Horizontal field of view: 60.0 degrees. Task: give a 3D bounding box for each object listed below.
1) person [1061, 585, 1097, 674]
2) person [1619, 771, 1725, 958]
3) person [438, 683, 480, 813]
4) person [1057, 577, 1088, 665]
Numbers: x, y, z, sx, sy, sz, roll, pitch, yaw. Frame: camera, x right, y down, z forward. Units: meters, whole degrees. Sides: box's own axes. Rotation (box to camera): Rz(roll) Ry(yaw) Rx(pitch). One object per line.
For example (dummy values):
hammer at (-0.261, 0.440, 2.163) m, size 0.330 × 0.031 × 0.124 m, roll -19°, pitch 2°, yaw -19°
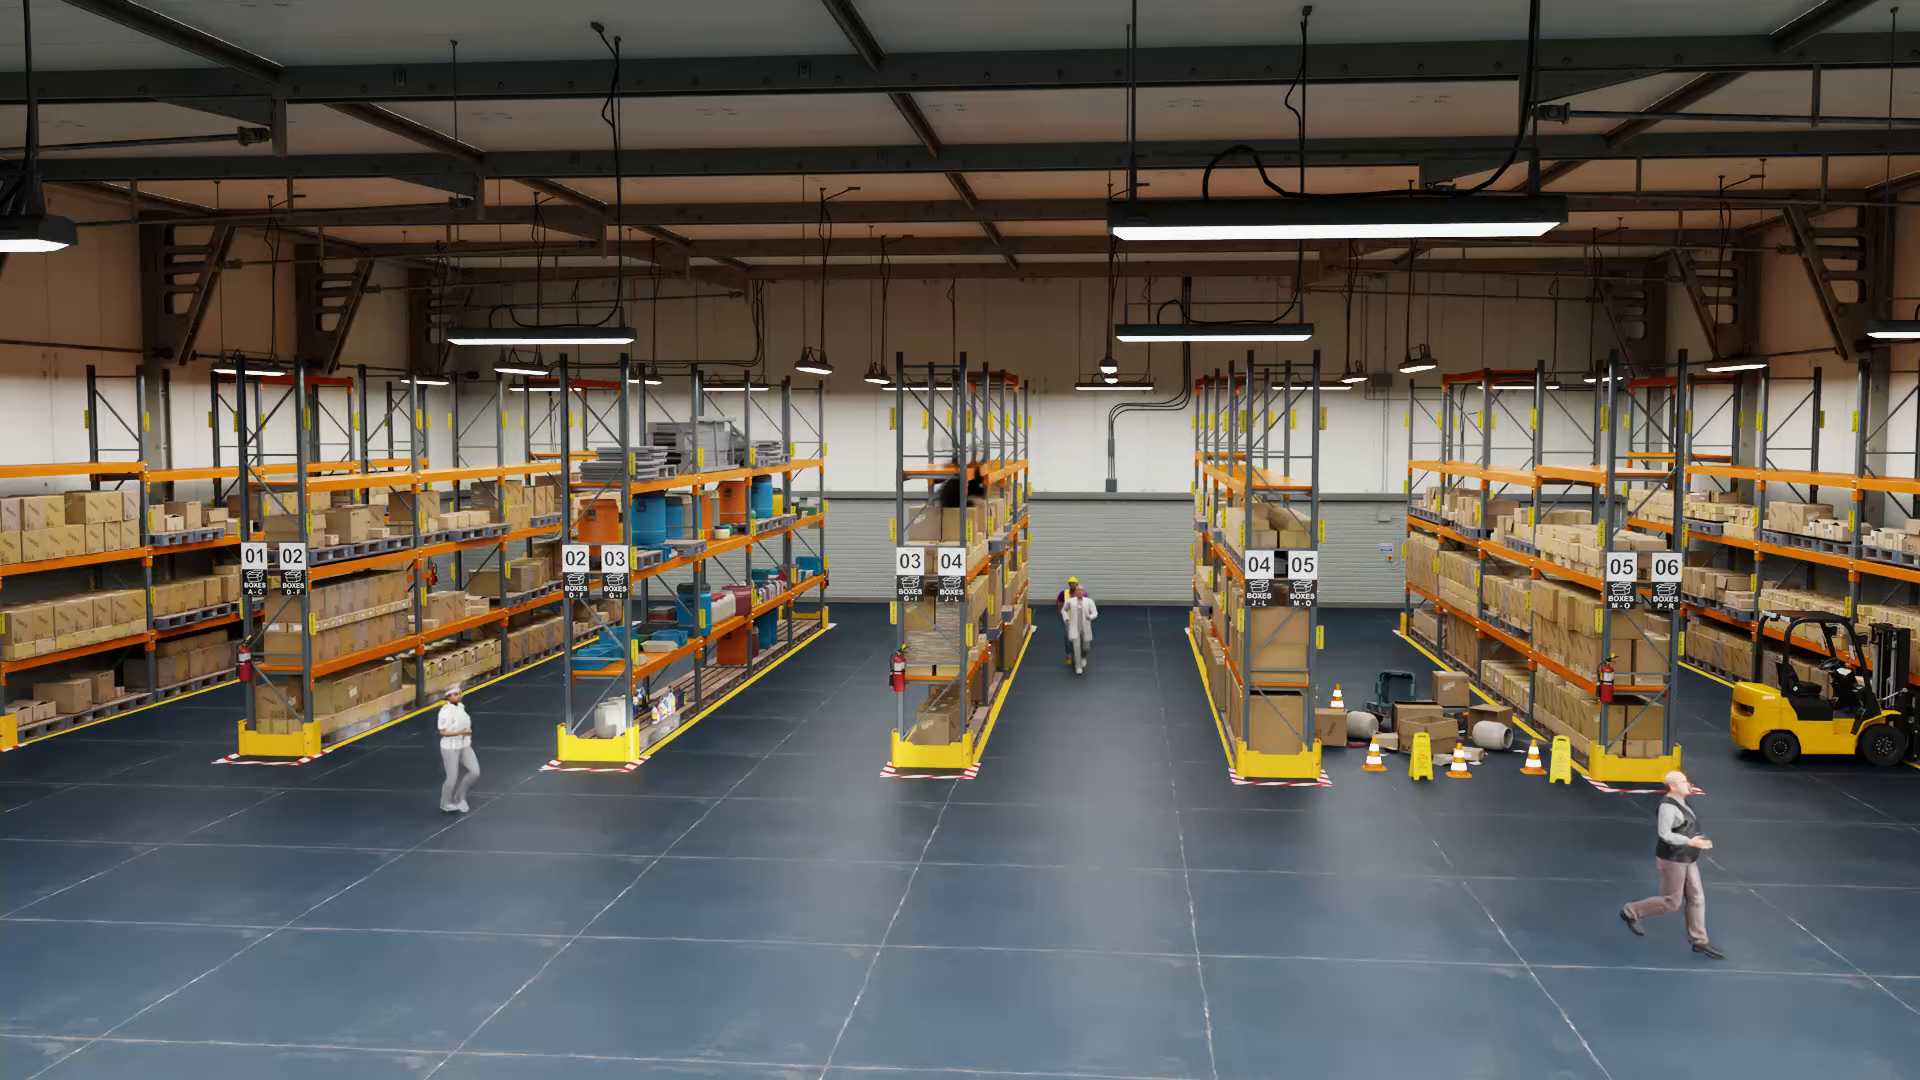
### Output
person at (2.379, 1.771, 33.194) m, size 0.717 × 1.745 × 0.903 m, roll 0°, pitch 4°, yaw 0°
person at (6.739, 3.019, 15.652) m, size 0.891 × 1.701 × 0.661 m, roll 3°, pitch 5°, yaw 40°
person at (-6.381, 2.660, 21.198) m, size 0.638 × 1.700 × 0.561 m, roll 2°, pitch 5°, yaw 30°
person at (2.352, 1.669, 34.529) m, size 0.698 × 1.815 × 0.735 m, roll 0°, pitch 4°, yaw 4°
